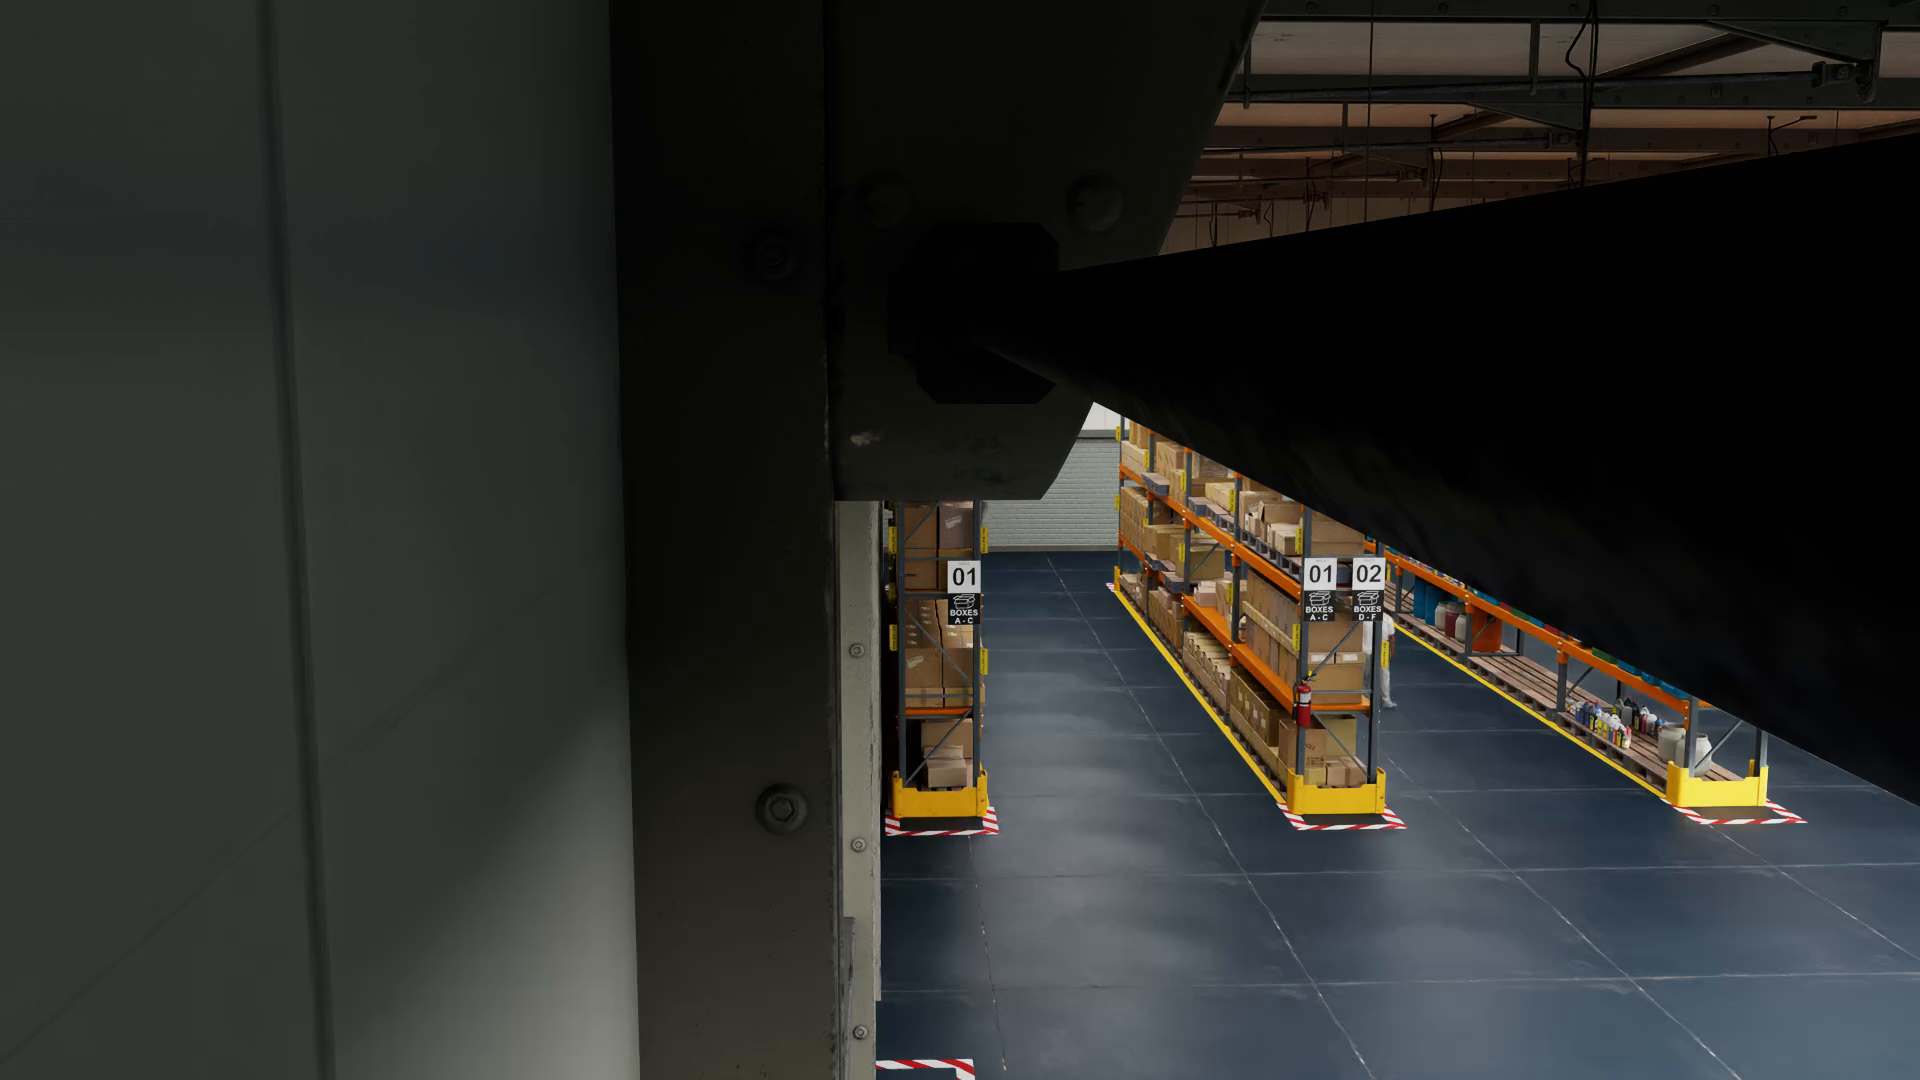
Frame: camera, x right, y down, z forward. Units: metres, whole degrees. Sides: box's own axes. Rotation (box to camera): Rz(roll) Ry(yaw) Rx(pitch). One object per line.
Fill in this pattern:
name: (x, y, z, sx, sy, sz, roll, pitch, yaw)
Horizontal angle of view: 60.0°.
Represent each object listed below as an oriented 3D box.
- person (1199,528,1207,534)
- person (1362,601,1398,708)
person: (5.287, 0.100, 37.239, 0.955, 1.744, 0.604, 5, 10, 33)
person: (6.499, 1.743, 26.032, 0.688, 1.728, 1.010, -2, 8, -14)
